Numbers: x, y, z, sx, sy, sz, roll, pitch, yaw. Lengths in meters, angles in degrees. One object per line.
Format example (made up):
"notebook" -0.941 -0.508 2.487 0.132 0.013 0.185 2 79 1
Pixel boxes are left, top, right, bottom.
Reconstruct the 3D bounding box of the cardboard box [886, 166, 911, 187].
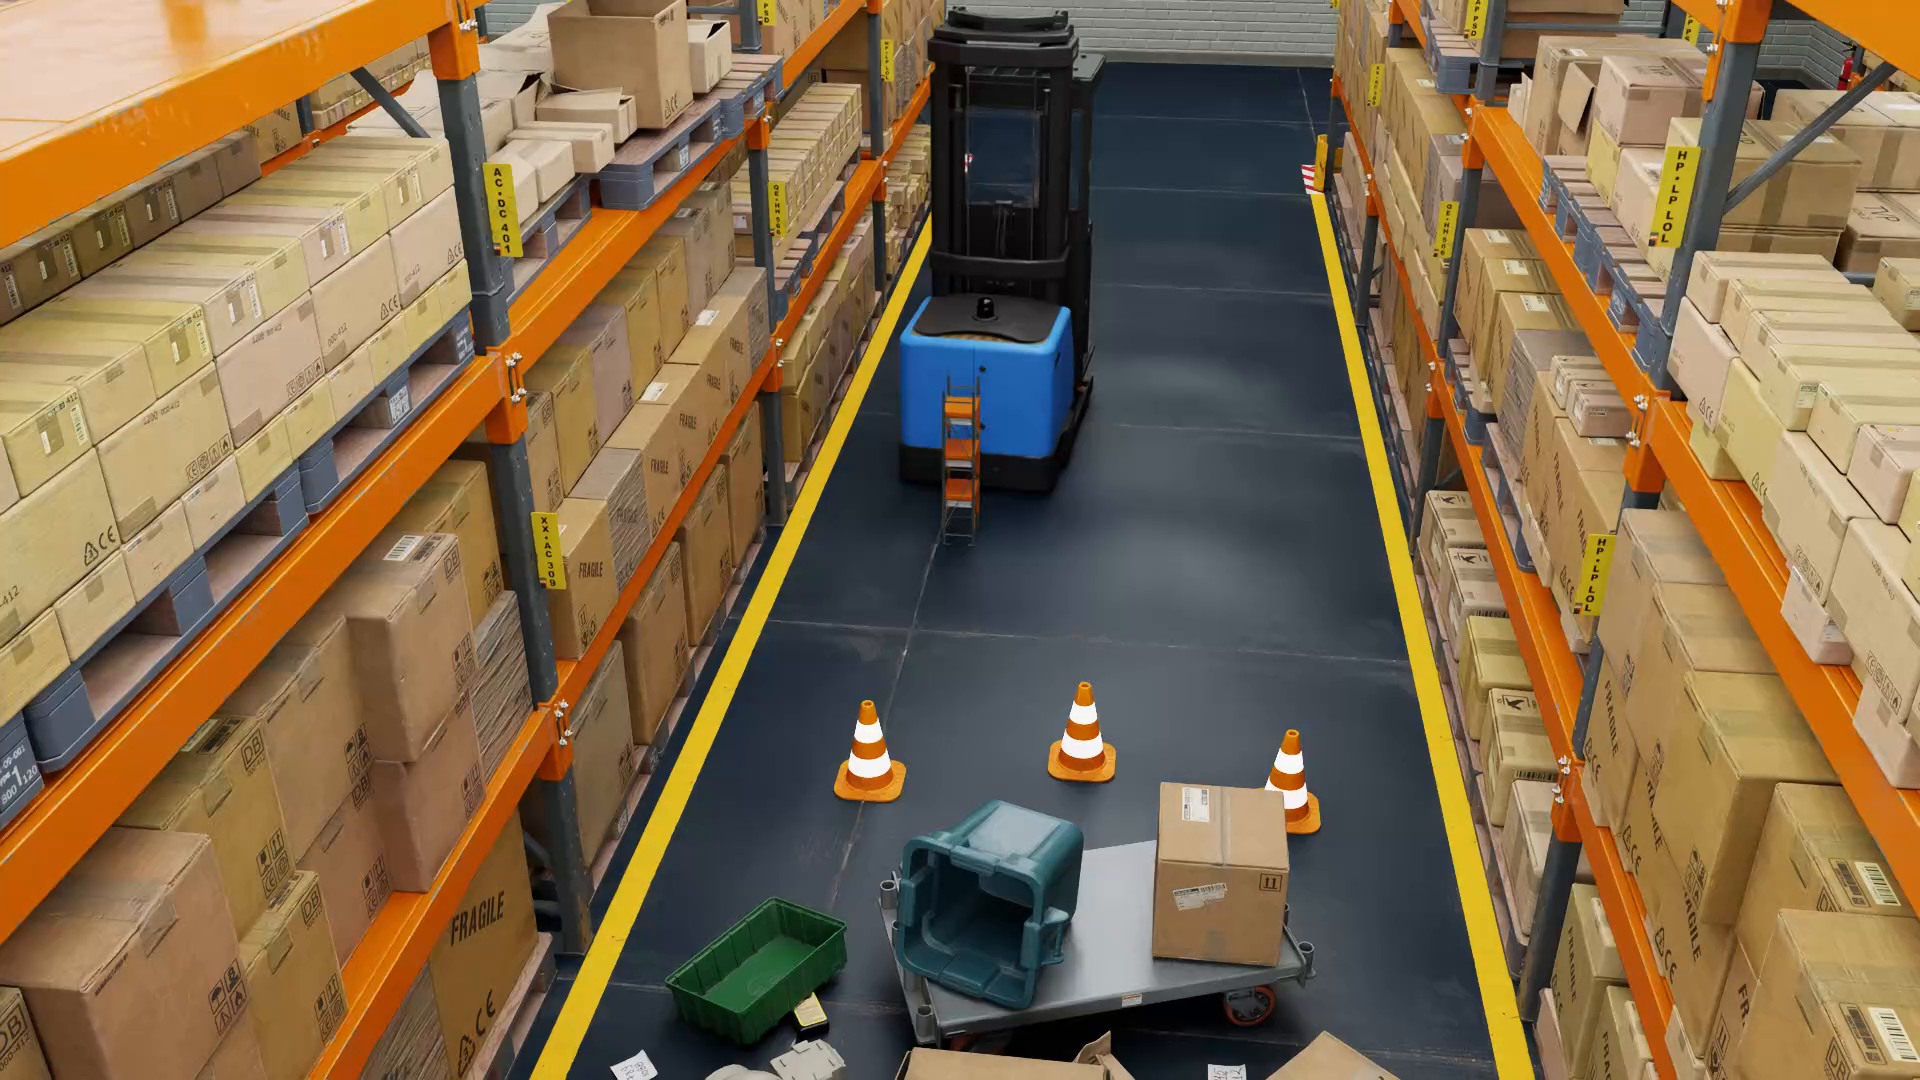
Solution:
"cardboard box" -0.666 -3.415 15.654 0.380 0.149 0.250 3 29 6

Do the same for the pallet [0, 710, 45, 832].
"pallet" -2.520 0.678 3.051 1.003 0.211 1.213 3 28 6

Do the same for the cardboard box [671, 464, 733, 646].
"cardboard box" -1.888 0.043 9.230 1.050 0.750 0.750 4 29 7

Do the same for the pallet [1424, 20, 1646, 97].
"pallet" 3.331 -2.760 9.538 1.213 0.211 1.003 5 29 9

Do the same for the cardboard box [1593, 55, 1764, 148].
"cardboard box" 2.862 -1.755 6.662 0.500 0.250 0.500 4 29 7

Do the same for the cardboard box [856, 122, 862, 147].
"cardboard box" -0.983 -3.215 13.169 0.380 0.149 0.250 3 28 5

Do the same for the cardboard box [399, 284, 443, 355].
"cardboard box" -1.869 -0.703 5.239 0.380 0.149 0.250 4 29 7

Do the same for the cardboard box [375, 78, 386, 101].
"cardboard box" -5.549 -4.176 15.396 0.380 0.149 0.250 3 28 5

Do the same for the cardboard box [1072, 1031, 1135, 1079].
"cardboard box" 0.584 2.129 6.310 0.258 0.266 0.396 -17 33 -29

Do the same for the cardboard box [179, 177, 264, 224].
"cardboard box" -2.449 -0.974 5.321 0.500 0.250 0.500 4 29 7

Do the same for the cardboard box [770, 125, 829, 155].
"cardboard box" -1.146 -2.861 11.886 0.380 0.149 0.250 2 28 4

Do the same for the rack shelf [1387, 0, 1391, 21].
"rack shelf" 4.040 -5.044 14.338 1.077 0.370 4.000 3 28 6

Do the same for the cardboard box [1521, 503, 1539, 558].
"cardboard box" 2.677 -0.032 7.262 0.380 0.149 0.250 4 29 7

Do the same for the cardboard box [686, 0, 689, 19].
"cardboard box" -1.803 -3.104 9.874 0.500 0.500 0.500 3 28 6

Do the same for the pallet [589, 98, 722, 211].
"pallet" -1.781 -1.861 7.870 1.003 0.211 1.213 5 29 9

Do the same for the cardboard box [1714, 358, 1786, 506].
"cardboard box" 2.435 -0.284 4.589 0.500 0.250 0.500 3 28 6

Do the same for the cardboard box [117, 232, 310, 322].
"cardboard box" -1.962 -0.696 4.384 0.380 0.149 0.250 3 29 6

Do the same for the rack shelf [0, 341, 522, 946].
"rack shelf" -2.356 0.364 4.299 1.077 0.370 4.000 3 28 6

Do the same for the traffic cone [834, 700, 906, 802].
"traffic cone" -0.448 1.000 8.198 0.336 0.463 0.334 3 28 6

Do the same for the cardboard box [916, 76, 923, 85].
"cardboard box" -0.553 -4.464 15.930 0.380 0.149 0.250 2 28 4

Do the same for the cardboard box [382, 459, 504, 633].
"cardboard box" -2.190 0.057 5.977 0.875 0.550 0.550 3 28 6

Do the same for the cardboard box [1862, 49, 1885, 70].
"cardboard box" 8.888 -4.562 15.692 0.500 0.250 0.500 4 29 6

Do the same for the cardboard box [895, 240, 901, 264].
"cardboard box" -0.734 -2.547 14.670 0.380 0.149 0.250 4 29 8

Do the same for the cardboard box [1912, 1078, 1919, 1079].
"cardboard box" 2.240 1.444 3.227 0.700 0.500 0.500 4 29 7

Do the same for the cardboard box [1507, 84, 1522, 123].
"cardboard box" 3.097 -2.288 8.728 0.380 0.149 0.250 3 28 6

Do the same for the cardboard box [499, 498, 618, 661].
"cardboard box" -1.779 0.151 6.994 0.500 0.500 0.500 4 29 7

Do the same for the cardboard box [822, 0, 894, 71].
"cardboard box" -0.833 -4.152 13.614 0.500 0.500 0.500 4 29 7

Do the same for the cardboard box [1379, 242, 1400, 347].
"cardboard box" 3.798 -2.052 12.986 0.875 0.875 0.875 4 29 8

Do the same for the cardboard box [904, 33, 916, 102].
"cardboard box" -0.669 -4.201 14.758 0.500 0.500 0.500 3 28 5

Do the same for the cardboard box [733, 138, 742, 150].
"cardboard box" -1.793 -2.908 11.972 0.380 0.149 0.250 4 29 8

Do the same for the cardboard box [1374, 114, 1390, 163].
"cardboard box" 3.461 -3.062 12.695 0.500 0.250 0.500 3 28 5

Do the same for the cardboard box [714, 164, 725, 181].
"cardboard box" -1.856 -2.528 11.580 0.380 0.149 0.250 4 29 7

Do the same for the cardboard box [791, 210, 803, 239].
"cardboard box" -1.268 -2.110 11.118 0.380 0.149 0.250 5 29 9

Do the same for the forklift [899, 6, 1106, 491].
"forklift" 0.393 -2.296 11.713 1.130 2.935 3.031 6 29 10

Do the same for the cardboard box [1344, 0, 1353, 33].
"cardboard box" 3.887 -5.013 15.525 0.500 0.500 0.500 3 28 5

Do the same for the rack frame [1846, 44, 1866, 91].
"rack frame" 9.211 -4.695 16.094 1.000 3.000 0.127 3 28 6

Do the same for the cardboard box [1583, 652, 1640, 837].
"cardboard box" 2.484 0.683 5.693 0.500 0.500 0.500 3 28 6

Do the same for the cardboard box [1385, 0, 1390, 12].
"cardboard box" 3.710 -4.387 13.679 0.380 0.149 0.250 3 28 6

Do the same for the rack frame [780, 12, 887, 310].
"rack frame" -1.131 -3.339 13.577 1.000 3.000 0.127 3 28 6

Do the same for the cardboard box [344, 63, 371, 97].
"cardboard box" -5.657 -4.179 14.982 0.500 0.250 0.500 3 28 6

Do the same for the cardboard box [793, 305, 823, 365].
"cardboard box" -1.234 -1.420 11.417 0.500 0.250 0.500 3 28 6

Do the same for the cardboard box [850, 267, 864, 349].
"cardboard box" -1.034 -1.819 12.948 0.500 0.500 0.500 3 28 5

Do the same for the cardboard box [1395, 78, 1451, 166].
"cardboard box" 3.357 -2.916 11.632 0.500 0.500 0.500 3 28 5

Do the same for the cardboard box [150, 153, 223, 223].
"cardboard box" -2.523 -1.091 5.118 0.380 0.149 0.250 3 28 6

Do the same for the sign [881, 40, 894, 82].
"sign" -0.579 -3.818 13.246 0.100 0.325 0.005 3 28 6

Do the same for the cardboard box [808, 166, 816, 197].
"cardboard box" -1.206 -2.483 11.498 0.380 0.149 0.250 3 28 6

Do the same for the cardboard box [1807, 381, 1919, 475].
"cardboard box" 2.369 -0.275 4.152 0.380 0.149 0.250 2 28 5

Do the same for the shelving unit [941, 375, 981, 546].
"shelving unit" 0.007 -0.487 10.340 0.215 1.050 0.252 3 28 6

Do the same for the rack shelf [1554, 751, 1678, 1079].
"rack shelf" 2.569 1.925 4.565 1.077 0.370 4.000 3 28 6

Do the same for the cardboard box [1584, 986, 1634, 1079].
"cardboard box" 2.420 1.877 5.561 0.500 0.500 0.500 4 29 8

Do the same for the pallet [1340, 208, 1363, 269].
"pallet" 4.112 -2.801 15.518 1.003 0.211 1.213 3 28 6

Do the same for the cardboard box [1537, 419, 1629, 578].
"cardboard box" 2.703 -0.157 6.810 0.500 0.500 0.500 4 29 6

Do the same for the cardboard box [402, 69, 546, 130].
"cardboard box" -2.114 -1.921 7.329 0.500 0.311 0.500 2 28 4
